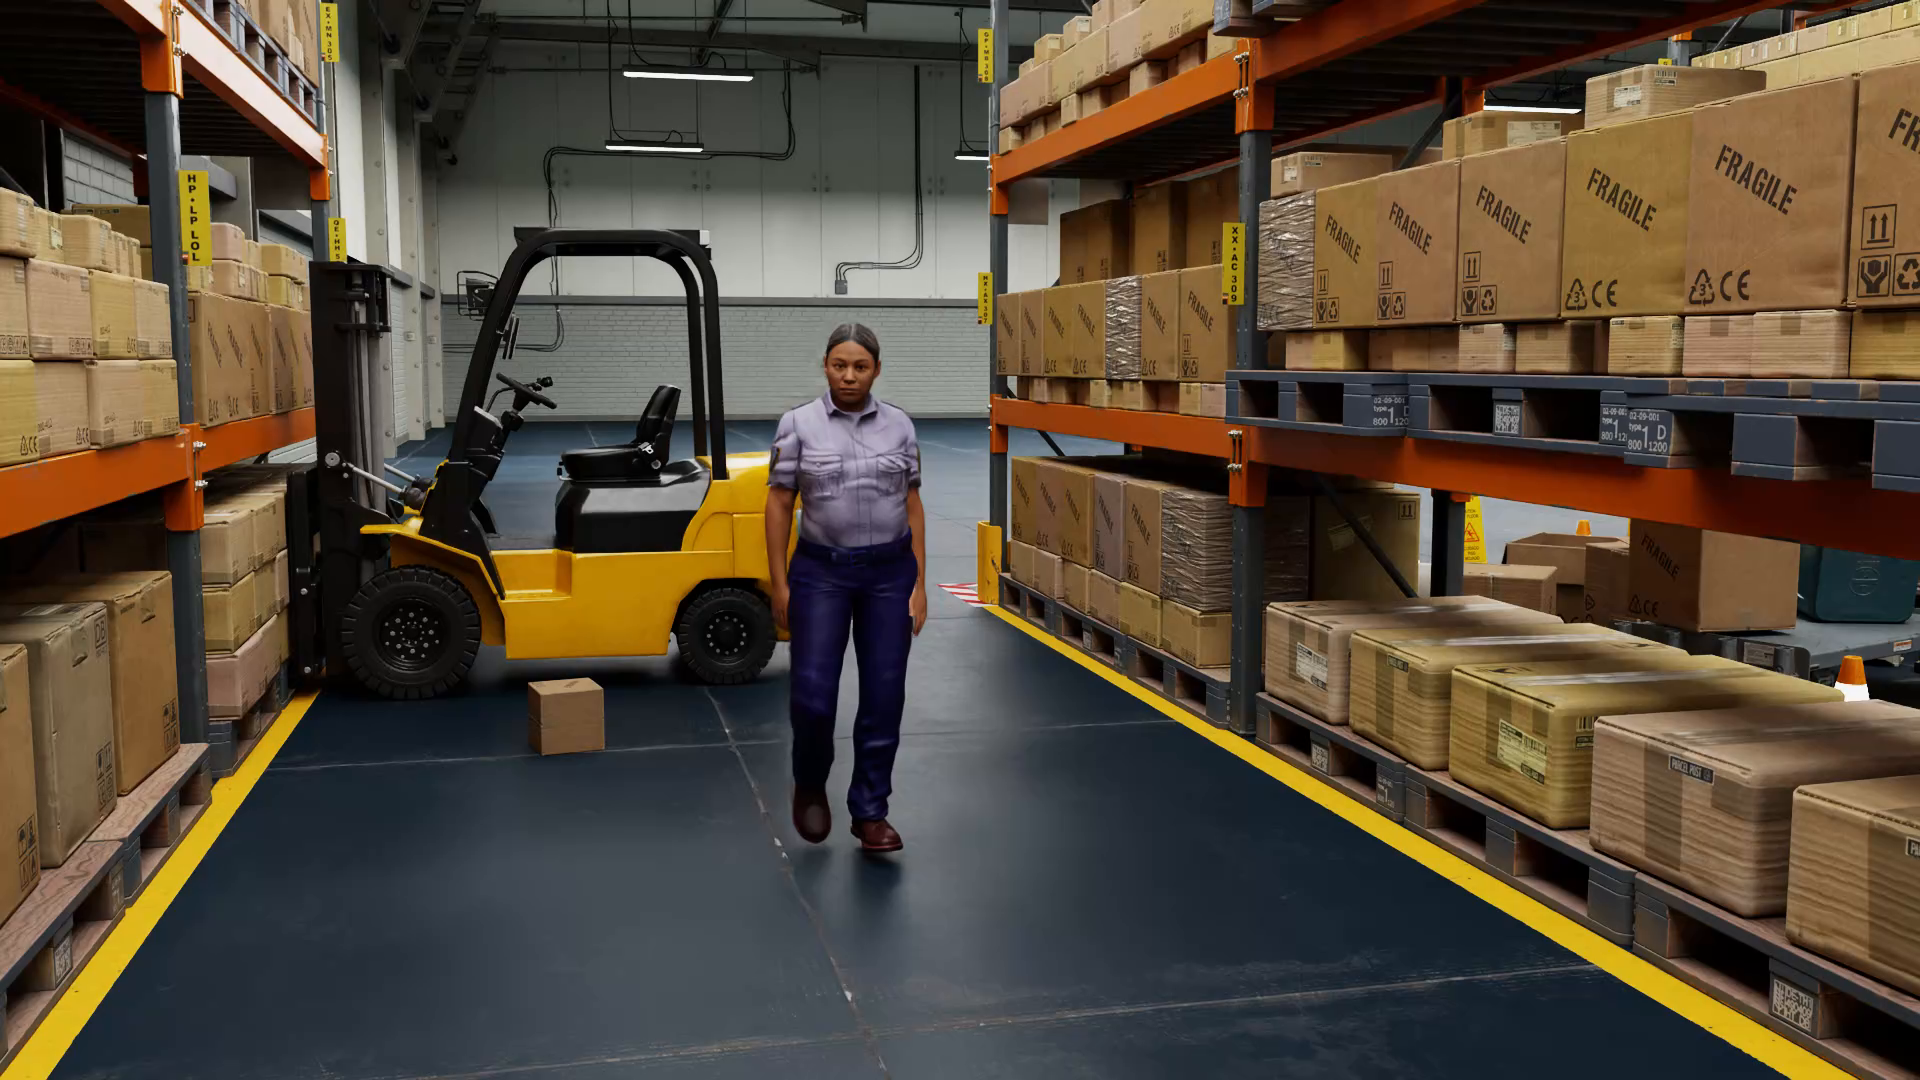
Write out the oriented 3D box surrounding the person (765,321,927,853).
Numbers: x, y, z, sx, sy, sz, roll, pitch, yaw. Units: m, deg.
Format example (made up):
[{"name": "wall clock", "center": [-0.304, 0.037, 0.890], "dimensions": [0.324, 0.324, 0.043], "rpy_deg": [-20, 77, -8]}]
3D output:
[{"name": "person", "center": [-0.354, 0.151, 5.179], "dimensions": [0.491, 1.649, 0.465], "rpy_deg": [-2, 7, -17]}]
